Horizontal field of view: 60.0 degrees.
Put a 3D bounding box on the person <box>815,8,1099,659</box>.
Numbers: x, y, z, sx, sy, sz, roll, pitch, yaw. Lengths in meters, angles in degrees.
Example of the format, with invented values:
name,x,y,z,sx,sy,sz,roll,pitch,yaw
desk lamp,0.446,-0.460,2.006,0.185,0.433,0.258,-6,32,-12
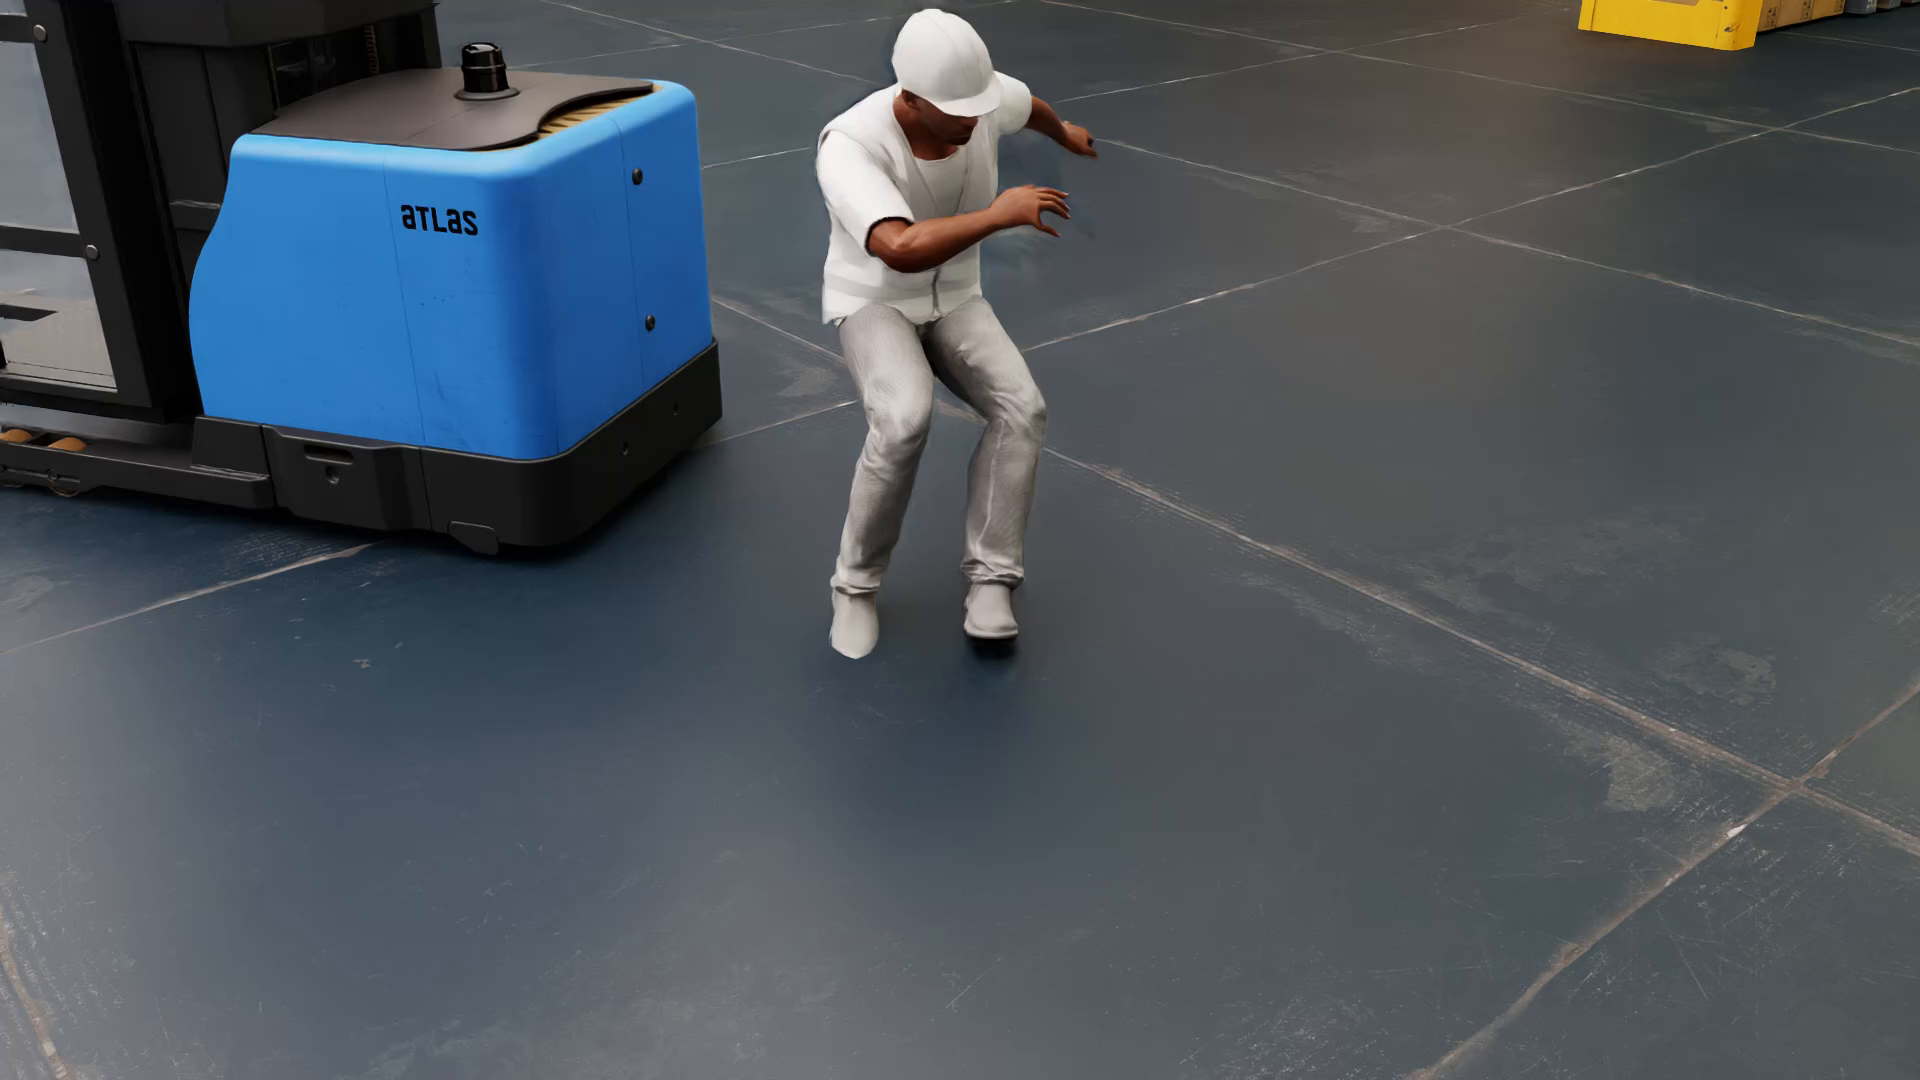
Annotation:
name,x,y,z,sx,sy,sz,roll,pitch,yaw
person,0.104,-0.581,4.114,1.237,1.459,0.945,-17,31,-30

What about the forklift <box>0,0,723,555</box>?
name,x,y,z,sx,sy,sz,roll,pitch,yaw
forklift,-2.305,-1.648,4.525,3.031,2.935,1.130,8,28,16
